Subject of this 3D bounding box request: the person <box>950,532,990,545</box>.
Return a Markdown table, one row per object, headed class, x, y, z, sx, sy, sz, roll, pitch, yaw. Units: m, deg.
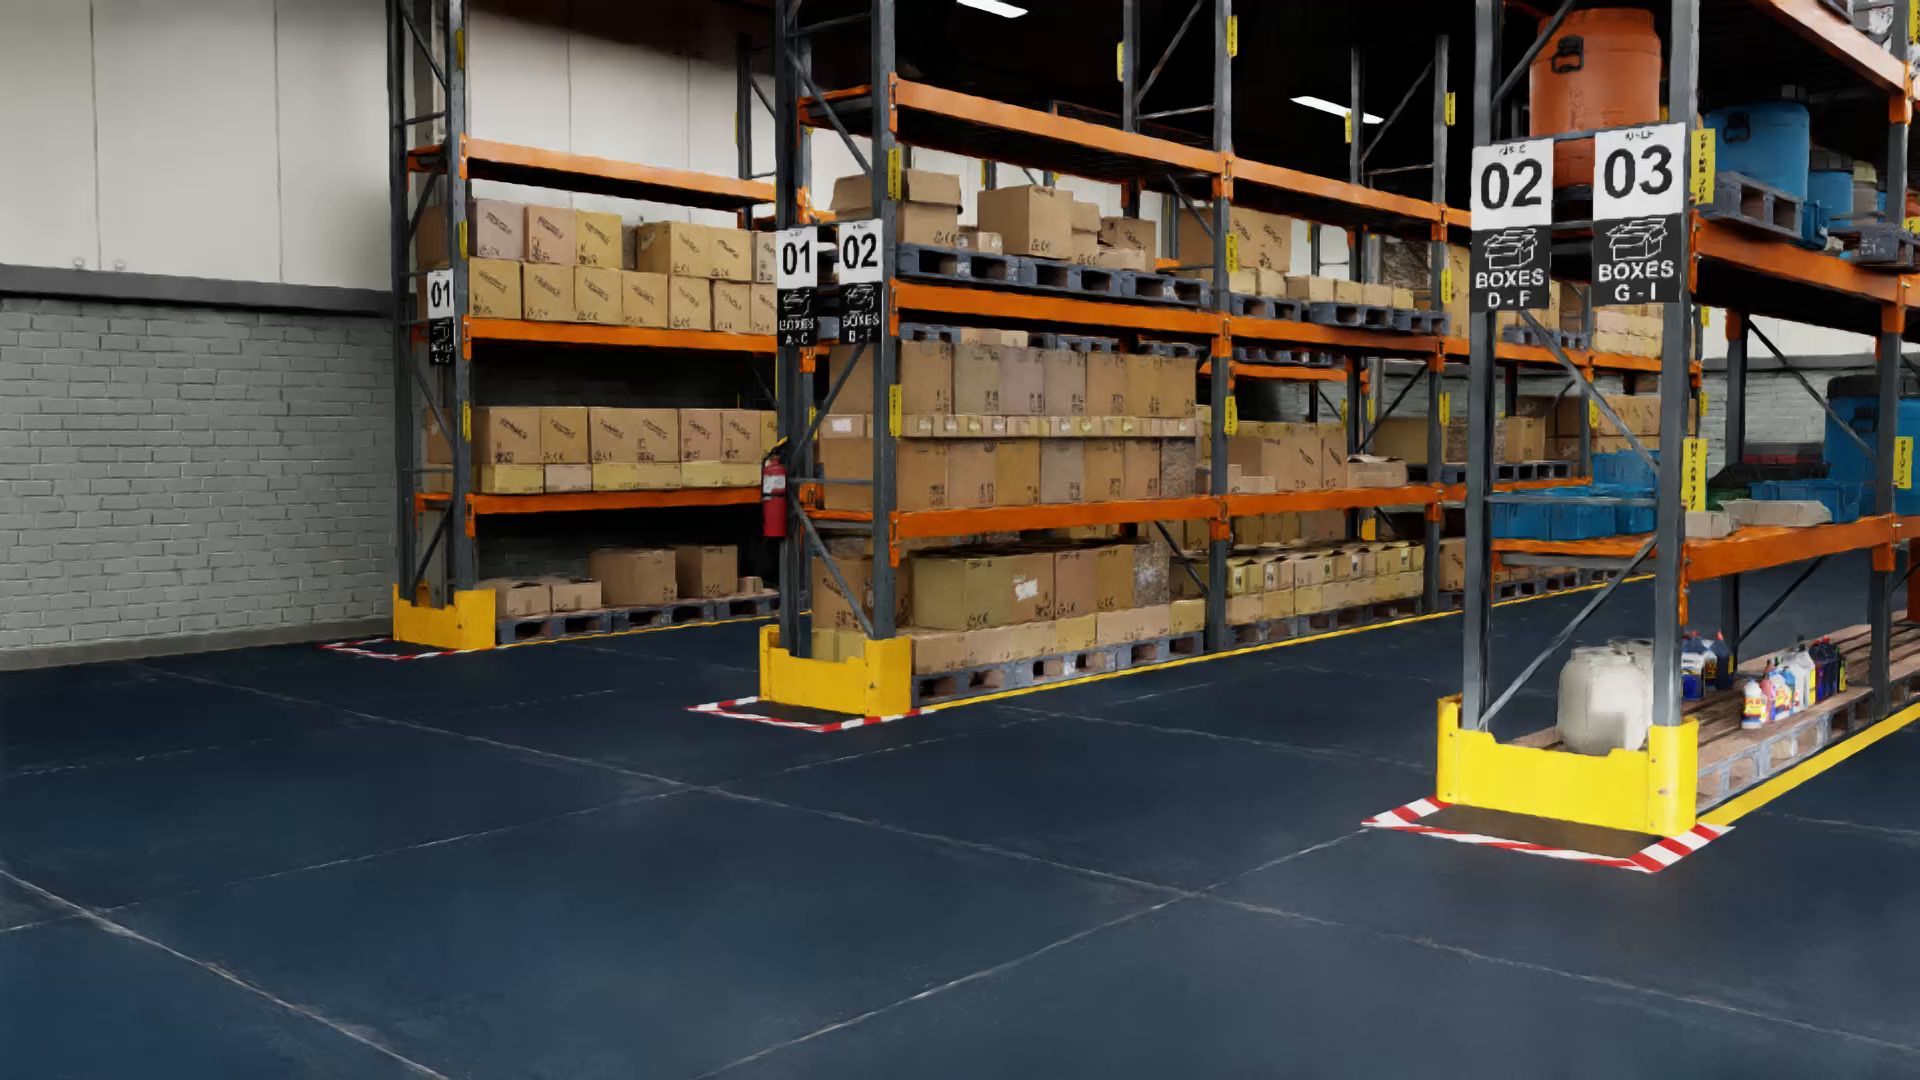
| class | x | y | z | sx | sy | sz | roll | pitch | yaw |
| --- | --- | --- | --- | --- | --- | --- | --- | --- | --- |
| person | 0.090 | -0.061 | 16.396 | 0.398 | 1.708 | 0.481 | 2 | 4 | 27 |
